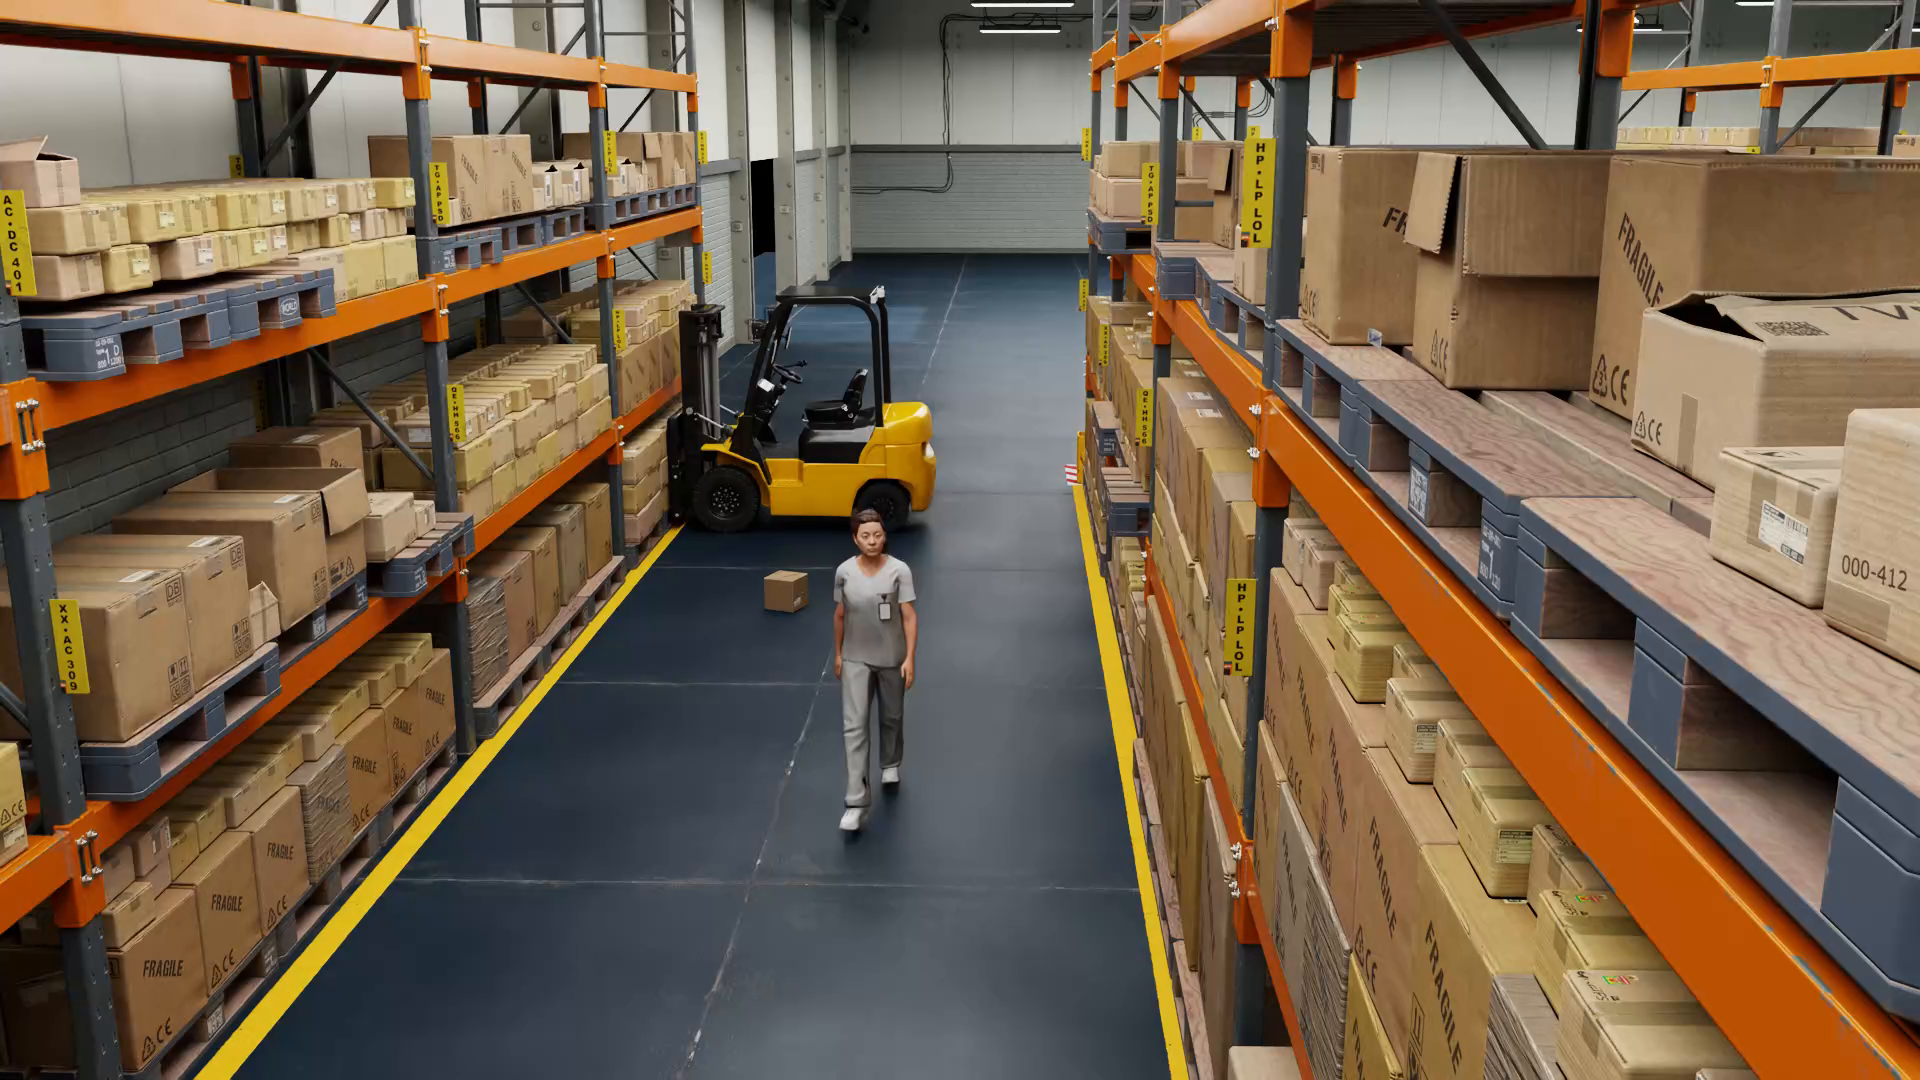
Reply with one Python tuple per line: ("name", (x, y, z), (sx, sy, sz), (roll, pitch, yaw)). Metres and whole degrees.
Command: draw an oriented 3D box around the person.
("person", (-0.455, 0.647, 8.886), (0.457, 1.620, 0.965), (0, 14, -1))
